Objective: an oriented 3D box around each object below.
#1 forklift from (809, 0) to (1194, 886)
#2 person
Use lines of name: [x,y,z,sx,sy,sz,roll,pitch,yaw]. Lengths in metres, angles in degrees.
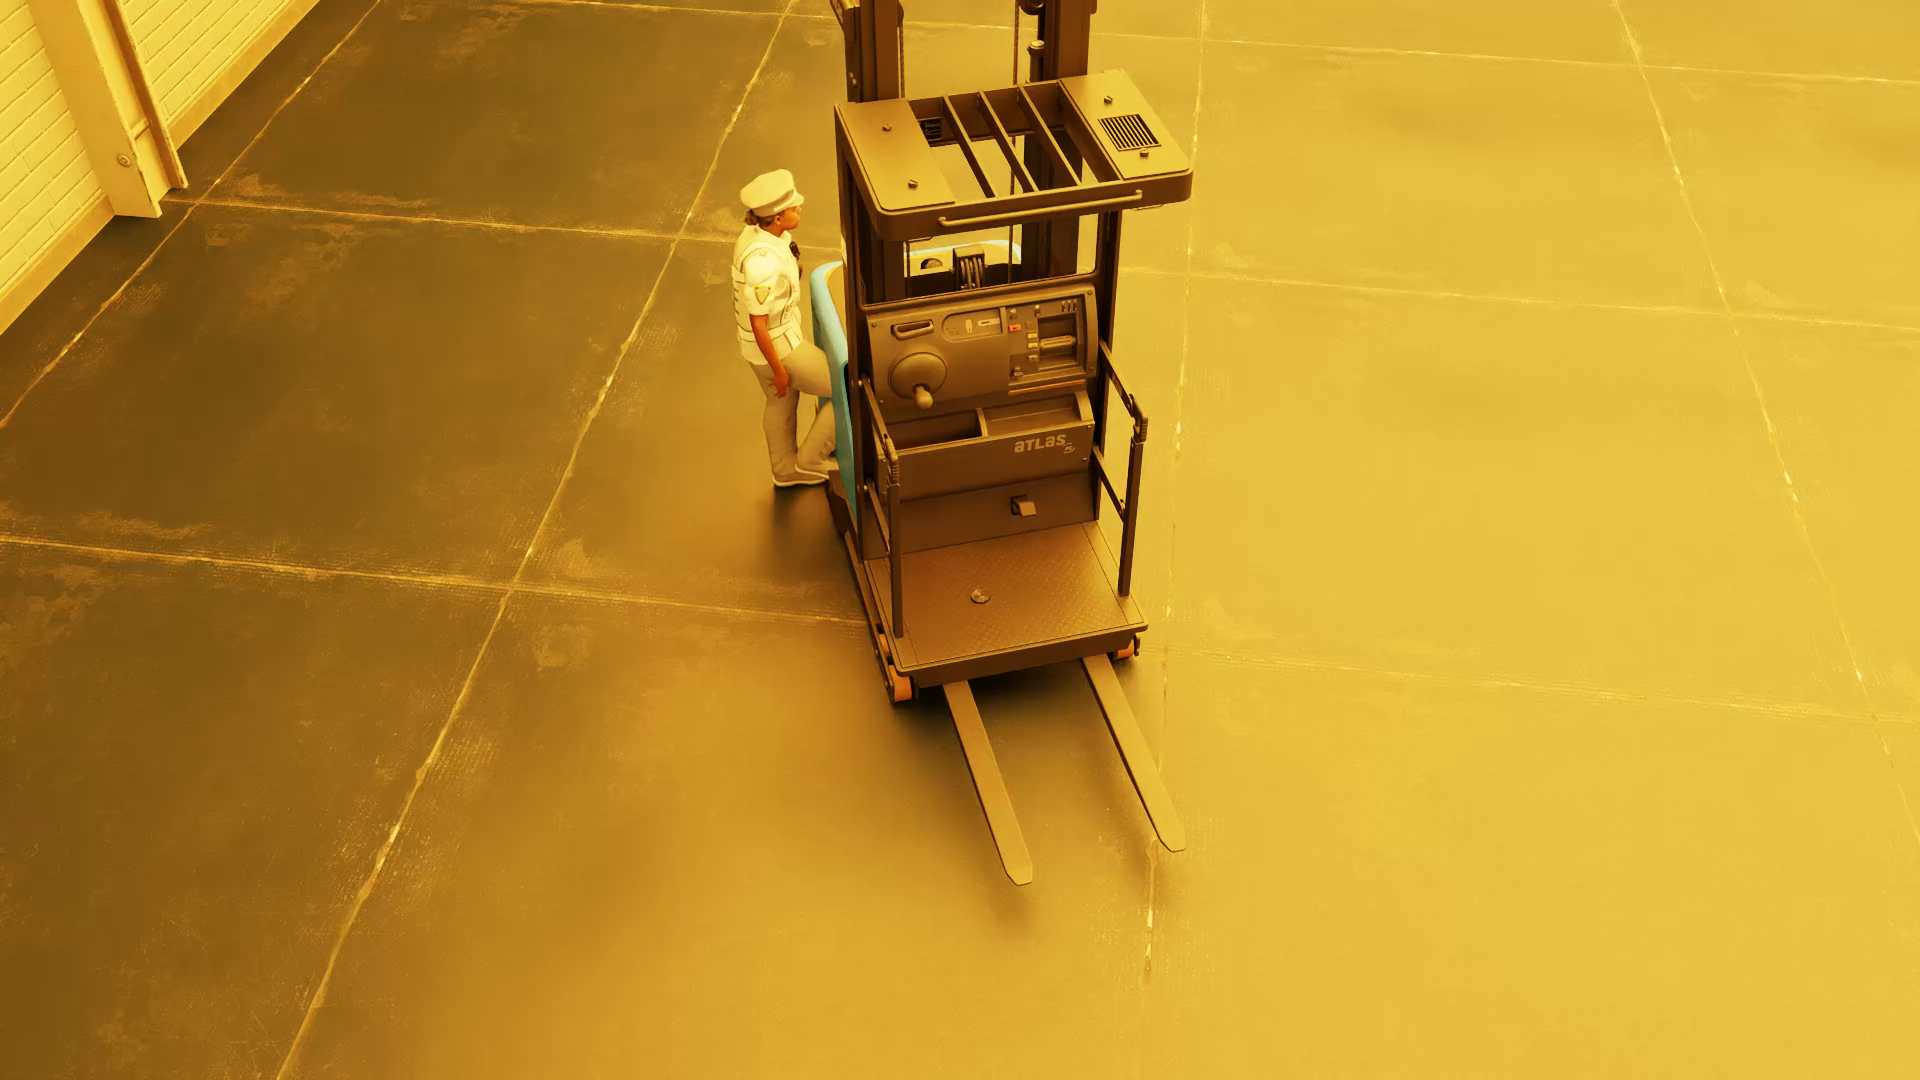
forklift: [0.153,-0.681,6.465,1.130,2.935,3.031,-10,44,-11]
person: [-0.729,-0.891,7.610,0.567,1.677,0.571,-5,43,-5]
